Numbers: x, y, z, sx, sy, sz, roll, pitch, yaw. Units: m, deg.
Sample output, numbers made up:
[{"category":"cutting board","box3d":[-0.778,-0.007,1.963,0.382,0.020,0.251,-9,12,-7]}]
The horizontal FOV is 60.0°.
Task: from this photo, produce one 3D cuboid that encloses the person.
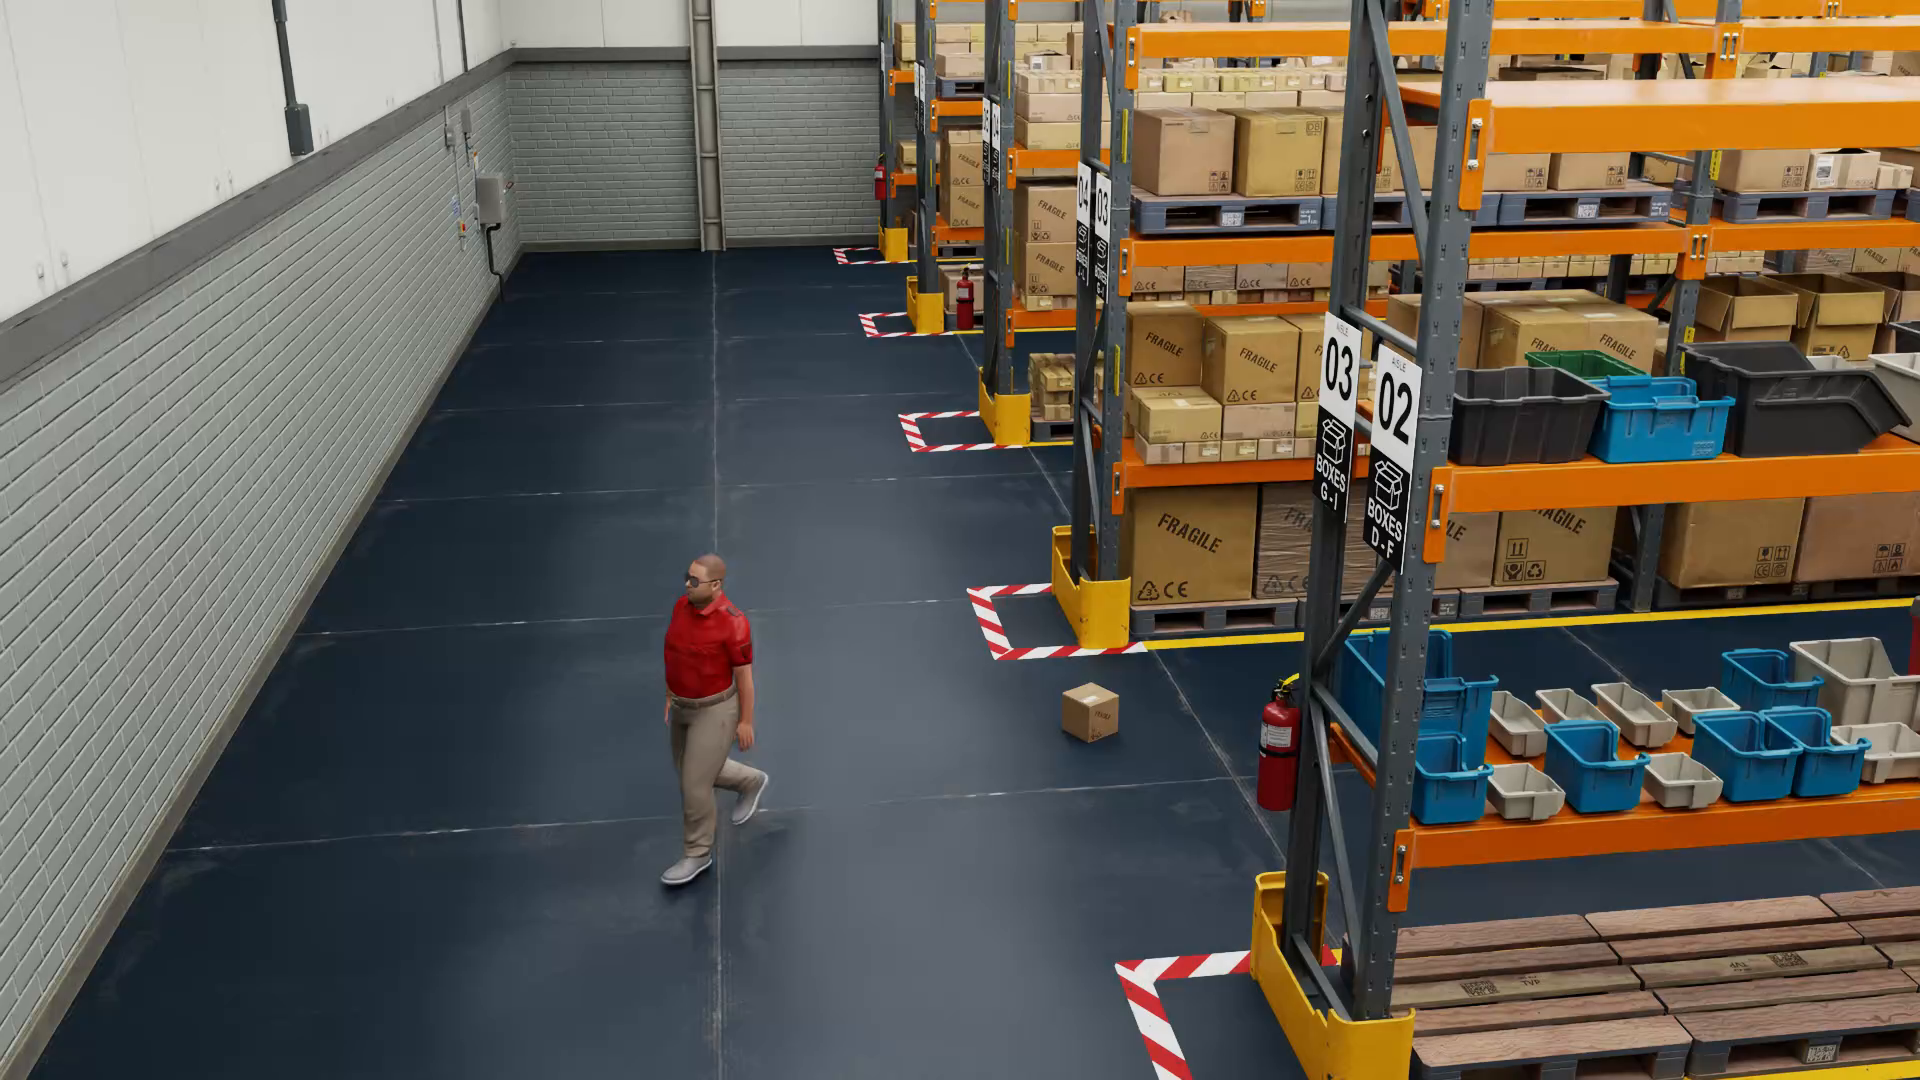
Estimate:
[{"category":"person","box3d":[-1.307,0.869,8.665,0.545,1.689,0.865,18,26,40]}]
